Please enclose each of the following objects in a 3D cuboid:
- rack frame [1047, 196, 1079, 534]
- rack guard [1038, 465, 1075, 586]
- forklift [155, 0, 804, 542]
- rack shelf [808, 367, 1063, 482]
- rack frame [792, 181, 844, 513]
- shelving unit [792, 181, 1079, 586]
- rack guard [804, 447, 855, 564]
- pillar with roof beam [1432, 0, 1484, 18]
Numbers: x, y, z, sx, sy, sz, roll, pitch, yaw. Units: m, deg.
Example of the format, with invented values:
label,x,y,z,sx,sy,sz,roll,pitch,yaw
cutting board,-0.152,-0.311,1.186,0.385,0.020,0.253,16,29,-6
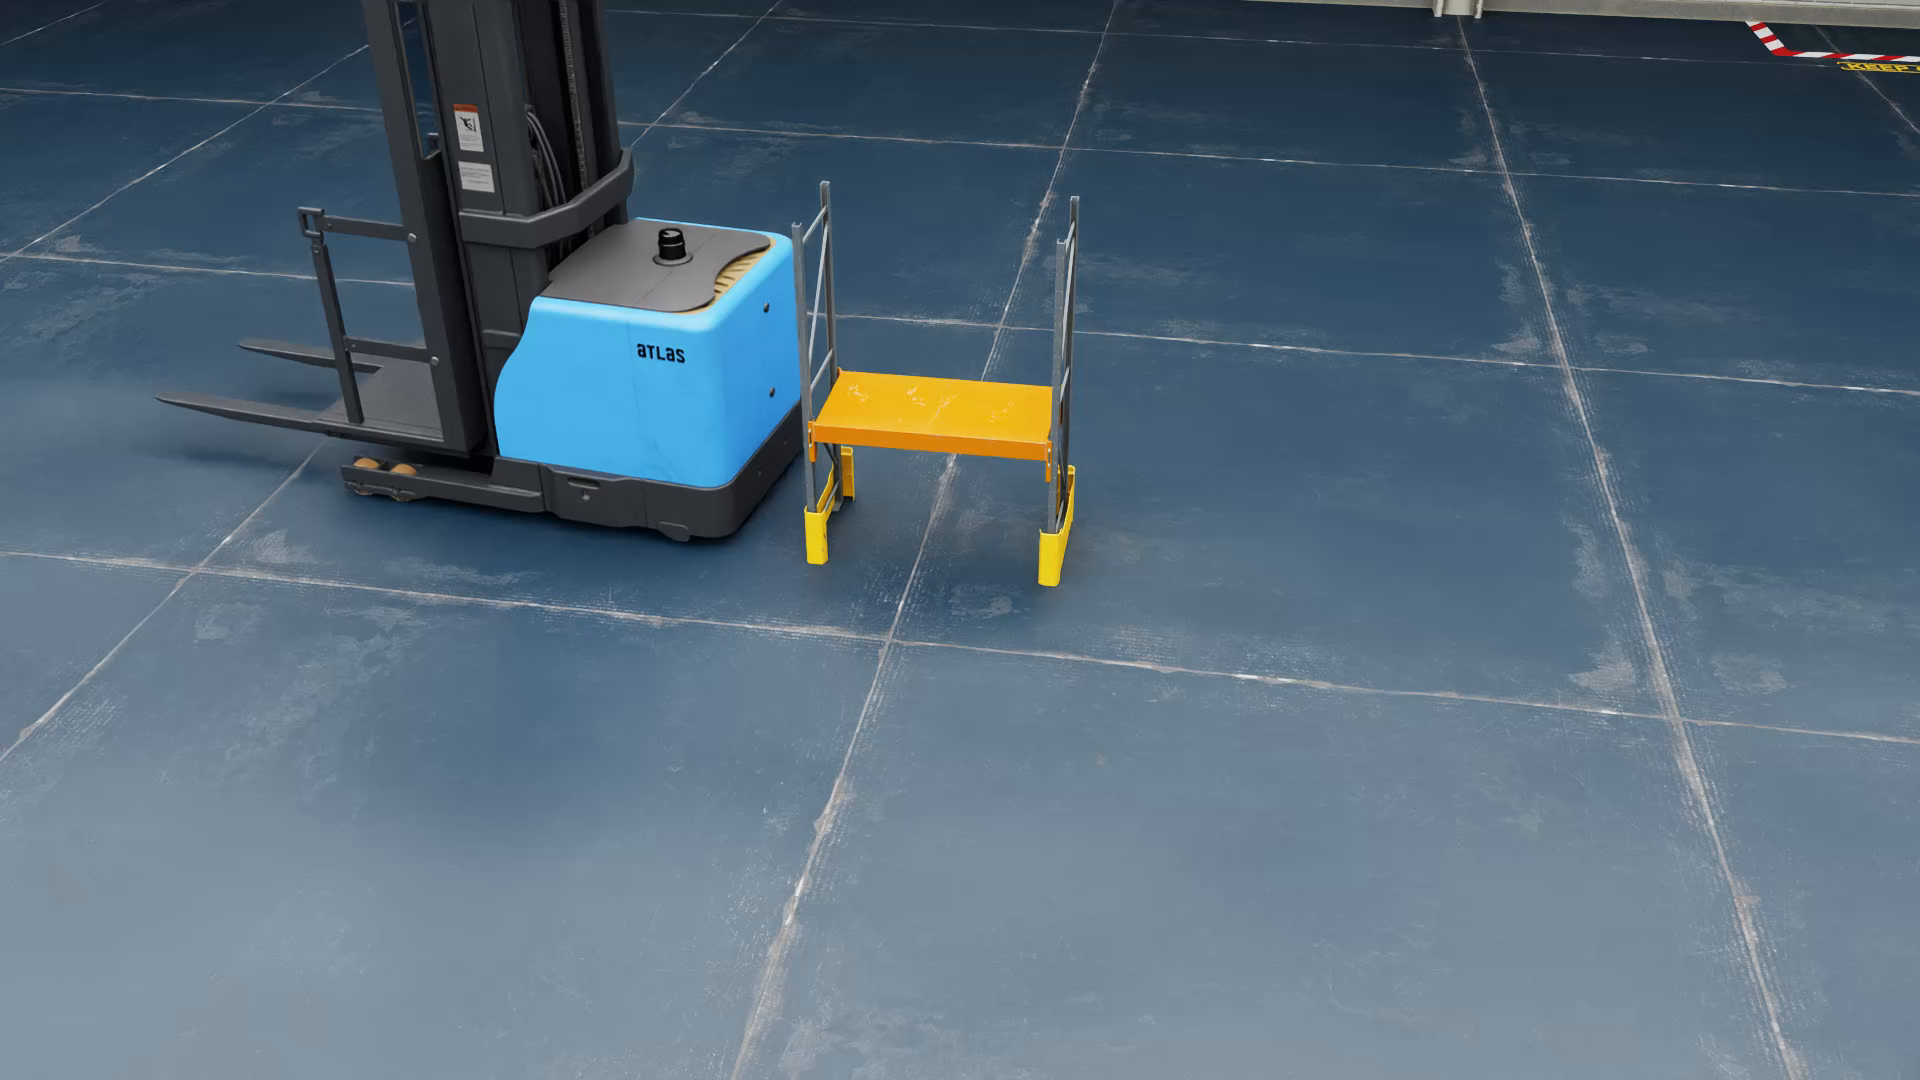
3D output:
label,x,y,z,sx,sy,sz,roll,pitch,yaw
rack frame,0.417,-0.598,6.792,0.032,1.500,0.500,5,32,8
rack guard,0.416,-0.068,7.124,0.087,0.250,0.587,5,32,8
forklift,-2.292,-1.673,7.160,3.031,2.935,1.130,9,33,14
rack shelf,-0.084,-0.491,6.960,1.000,0.185,0.538,5,32,8
rack frame,-0.585,-0.689,6.937,0.032,1.500,0.500,5,32,8
shelving unit,-0.075,-0.643,6.863,1.083,1.500,0.587,5,32,8
rack guard,-0.566,-0.157,7.266,0.087,0.250,0.587,5,32,8
pillar with roof beam,3.663,-6.223,8.710,0.400,9.000,9.100,5,32,8
